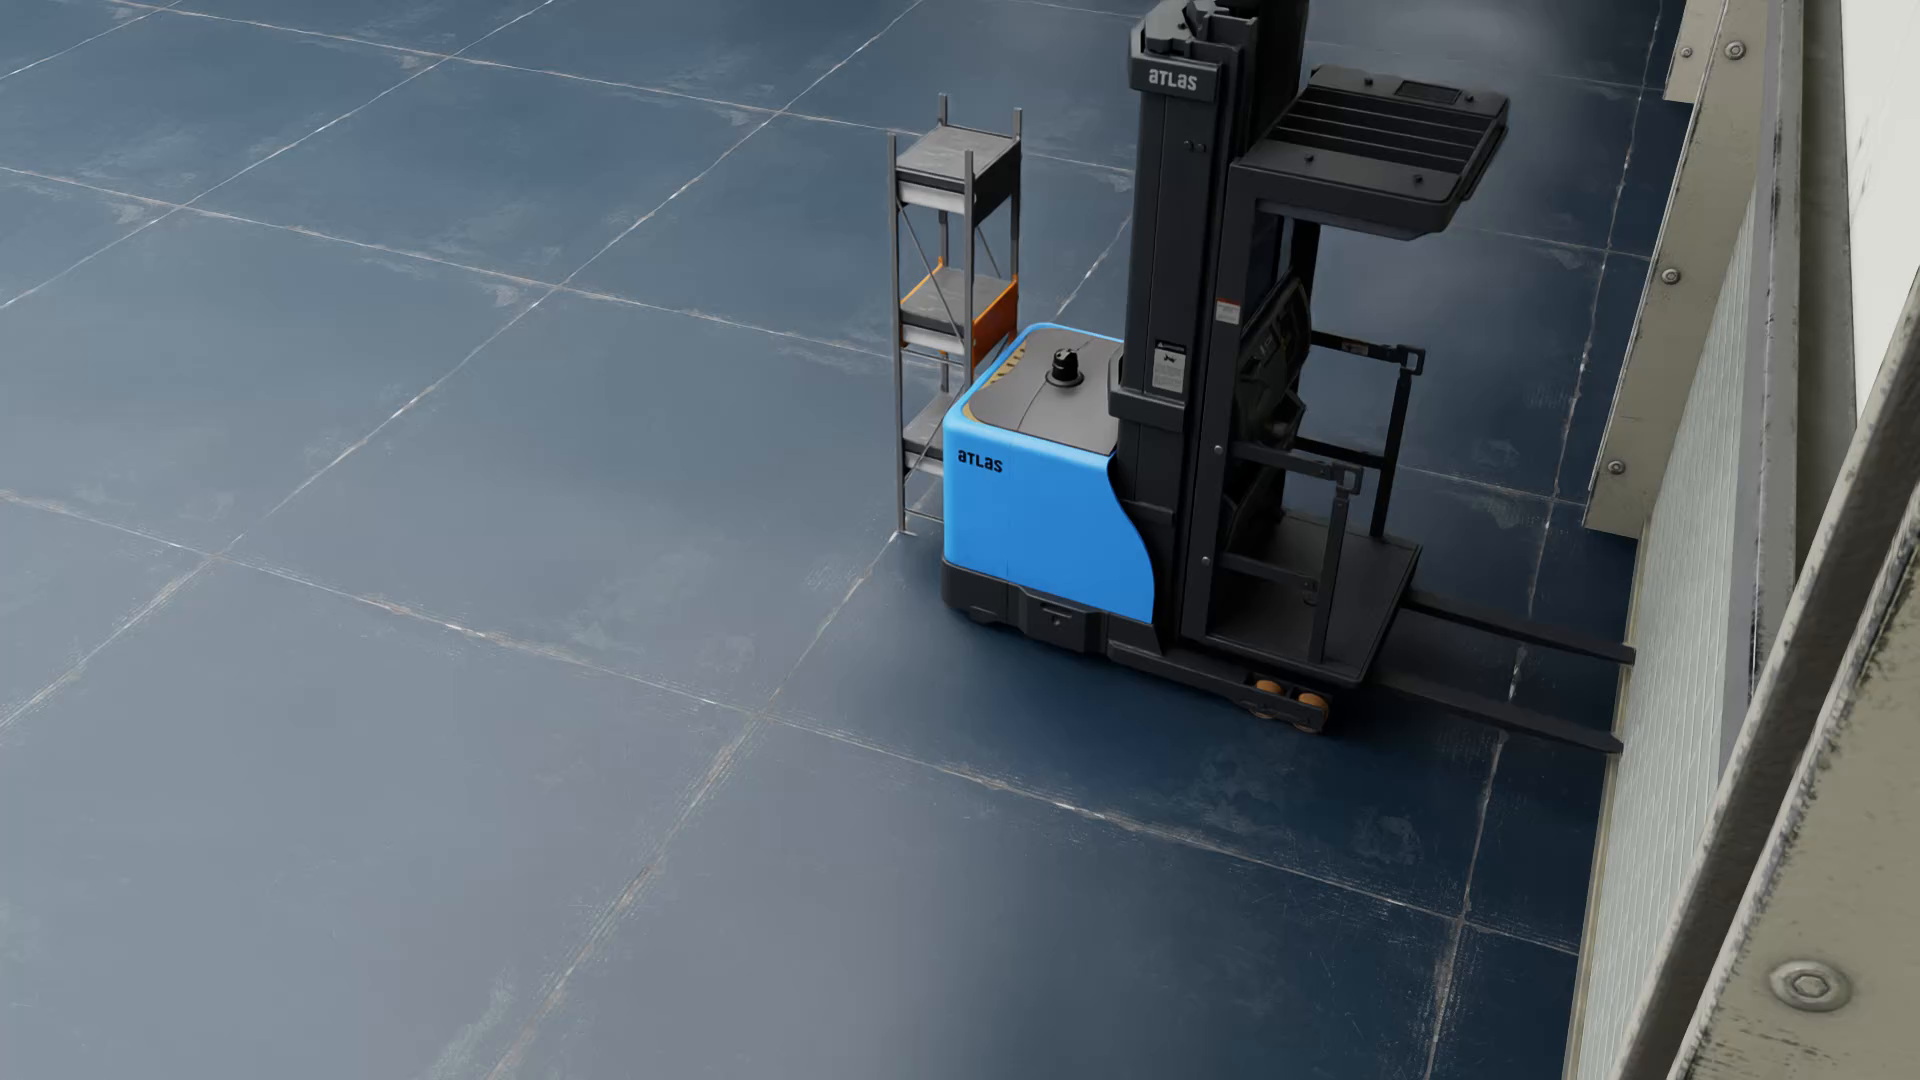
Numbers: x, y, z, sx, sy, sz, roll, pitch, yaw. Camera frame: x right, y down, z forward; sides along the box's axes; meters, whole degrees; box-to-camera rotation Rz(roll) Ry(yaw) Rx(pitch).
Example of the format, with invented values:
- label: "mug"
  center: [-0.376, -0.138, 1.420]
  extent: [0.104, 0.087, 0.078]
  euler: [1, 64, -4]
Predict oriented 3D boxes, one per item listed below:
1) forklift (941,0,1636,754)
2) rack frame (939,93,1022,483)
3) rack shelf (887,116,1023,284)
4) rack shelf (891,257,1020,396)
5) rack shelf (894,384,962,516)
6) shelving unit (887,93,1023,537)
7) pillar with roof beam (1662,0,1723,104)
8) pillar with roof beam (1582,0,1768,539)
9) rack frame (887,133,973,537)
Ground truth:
- label: "forklift"
  center: [1.466, -0.713, 6.756]
  extent: [3.031, 2.935, 1.130]
  euler: [16, 40, 21]
- label: "rack frame"
  center: [0.089, -1.093, 7.958]
  extent: [0.400, 2.100, 0.015]
  euler: [16, 40, 21]
- label: "rack shelf"
  center: [-0.019, -1.511, 7.372]
  extent: [0.431, 0.518, 0.480]
  euler: [16, 40, 21]
- label: "rack shelf"
  center: [-0.019, -0.951, 7.791]
  extent: [0.431, 0.518, 0.480]
  euler: [16, 40, 21]
- label: "rack shelf"
  center: [-0.019, -0.390, 8.210]
  extent: [0.431, 0.518, 0.480]
  euler: [16, 40, 21]
- label: "shelving unit"
  center: [-0.019, -0.962, 7.783]
  extent: [0.431, 2.100, 0.503]
  euler: [16, 40, 21]
- label: "pillar with roof beam"
  center: [1.637, -8.049, 11.502]
  extent: [9.100, 9.000, 0.400]
  euler: [14, 39, 18]
- label: "pillar with roof beam"
  center: [-0.646, -4.727, 7.058]
  extent: [9.100, 9.000, 0.400]
  euler: [14, 39, 18]
- label: "rack frame"
  center: [-0.126, -0.830, 7.607]
  extent: [0.400, 2.100, 0.015]
  euler: [16, 40, 21]
